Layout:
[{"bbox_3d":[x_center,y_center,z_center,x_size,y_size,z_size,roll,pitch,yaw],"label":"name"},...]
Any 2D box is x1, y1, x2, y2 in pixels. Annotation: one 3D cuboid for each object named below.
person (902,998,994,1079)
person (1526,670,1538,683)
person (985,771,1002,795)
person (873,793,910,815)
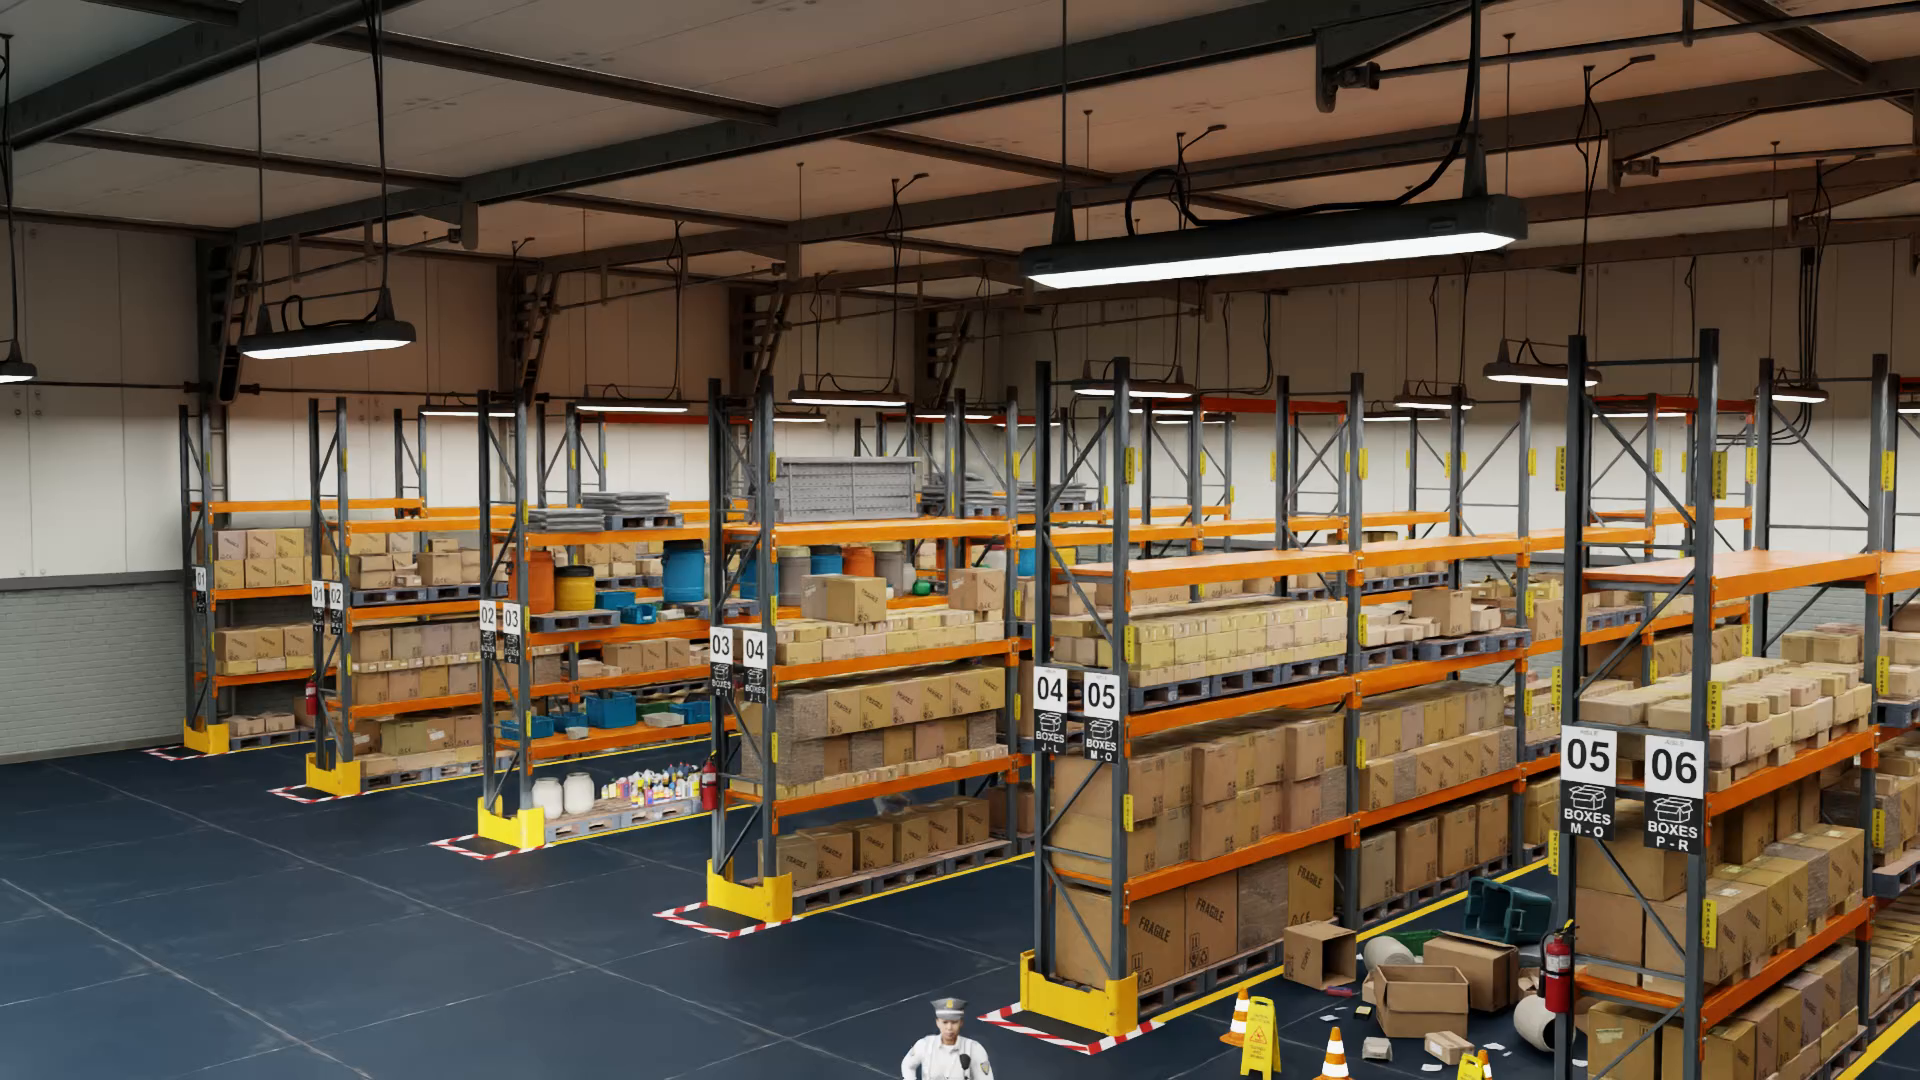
[{"bbox_3d":[-0.070,3.745,10.575,0.596,1.728,0.834,0,3,-2],"label":"person"},{"bbox_3d":[9.011,2.919,26.099,0.934,1.777,0.699,-3,4,-42],"label":"person"},{"bbox_3d":[0.552,3.067,25.200,0.537,1.561,0.590,2,3,29],"label":"person"},{"bbox_3d":[-0.958,3.094,22.901,0.658,1.763,0.612,3,4,44],"label":"person"}]
